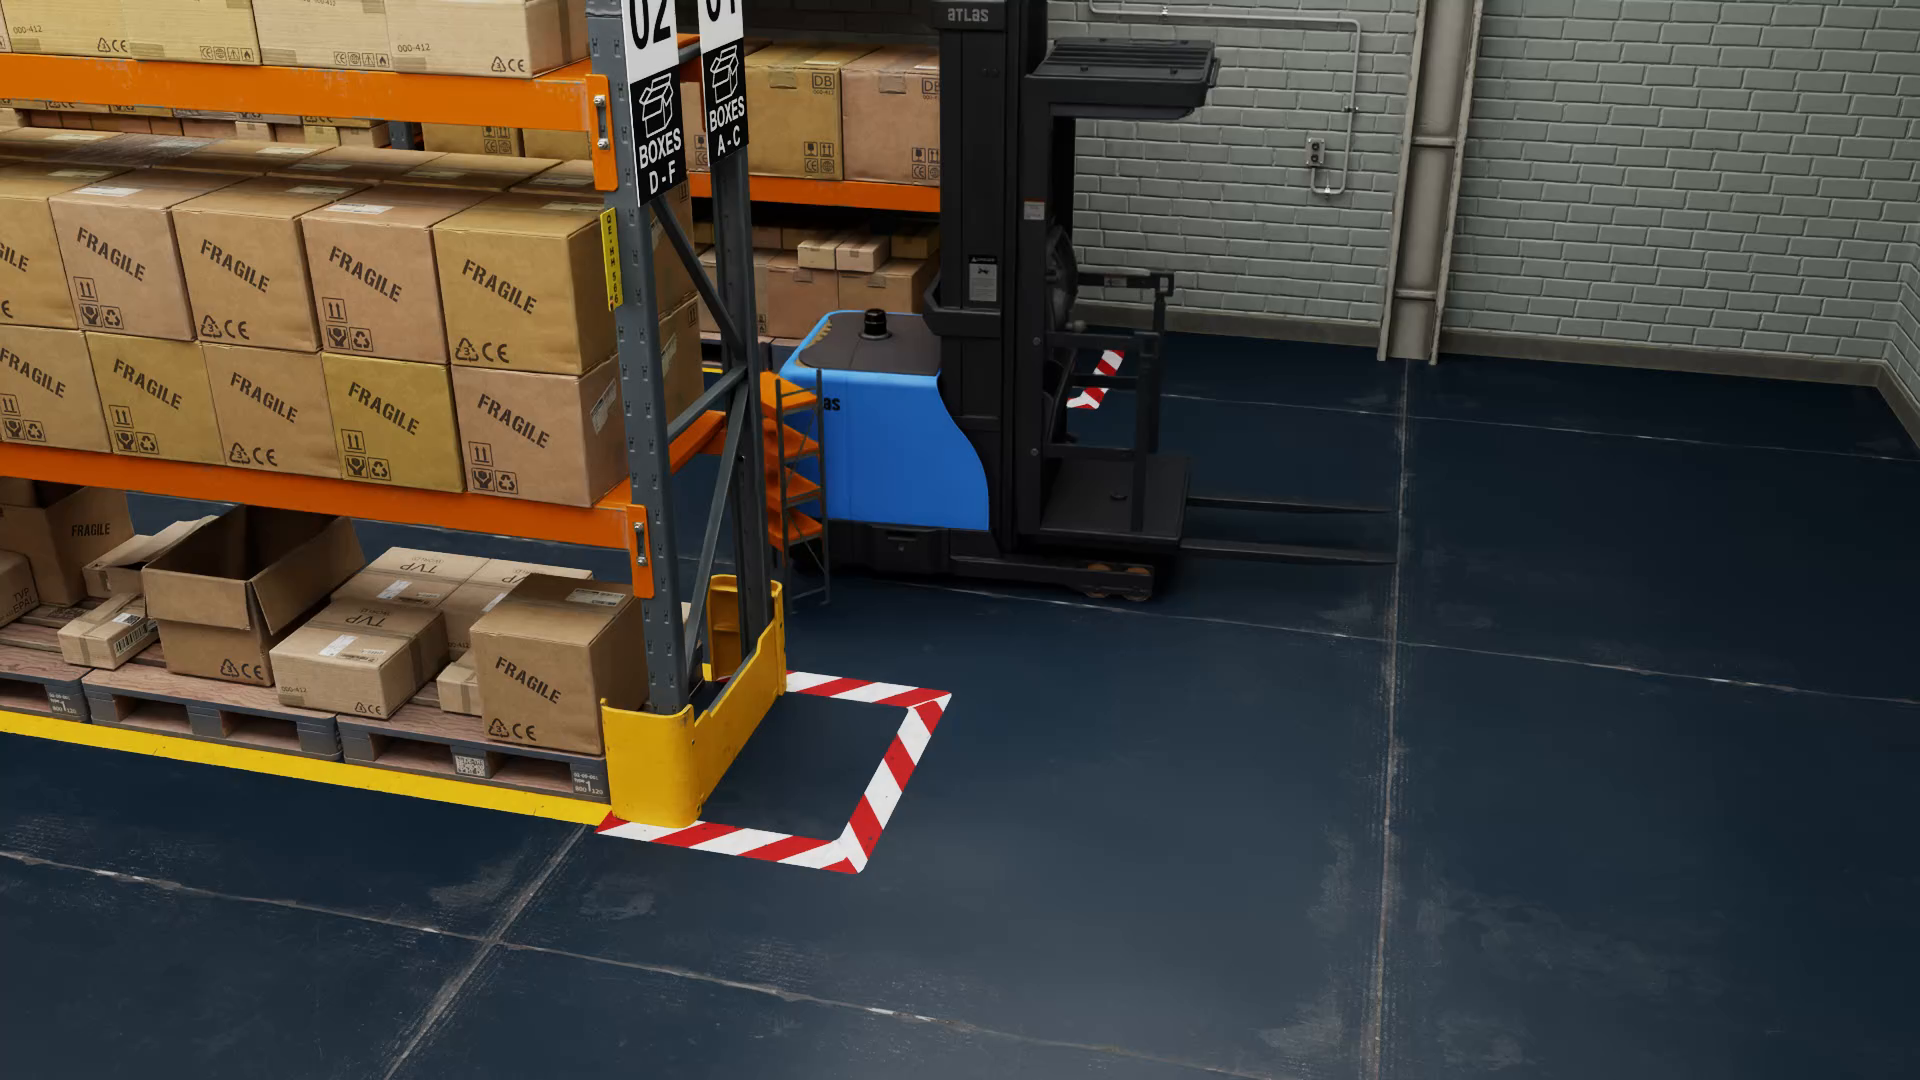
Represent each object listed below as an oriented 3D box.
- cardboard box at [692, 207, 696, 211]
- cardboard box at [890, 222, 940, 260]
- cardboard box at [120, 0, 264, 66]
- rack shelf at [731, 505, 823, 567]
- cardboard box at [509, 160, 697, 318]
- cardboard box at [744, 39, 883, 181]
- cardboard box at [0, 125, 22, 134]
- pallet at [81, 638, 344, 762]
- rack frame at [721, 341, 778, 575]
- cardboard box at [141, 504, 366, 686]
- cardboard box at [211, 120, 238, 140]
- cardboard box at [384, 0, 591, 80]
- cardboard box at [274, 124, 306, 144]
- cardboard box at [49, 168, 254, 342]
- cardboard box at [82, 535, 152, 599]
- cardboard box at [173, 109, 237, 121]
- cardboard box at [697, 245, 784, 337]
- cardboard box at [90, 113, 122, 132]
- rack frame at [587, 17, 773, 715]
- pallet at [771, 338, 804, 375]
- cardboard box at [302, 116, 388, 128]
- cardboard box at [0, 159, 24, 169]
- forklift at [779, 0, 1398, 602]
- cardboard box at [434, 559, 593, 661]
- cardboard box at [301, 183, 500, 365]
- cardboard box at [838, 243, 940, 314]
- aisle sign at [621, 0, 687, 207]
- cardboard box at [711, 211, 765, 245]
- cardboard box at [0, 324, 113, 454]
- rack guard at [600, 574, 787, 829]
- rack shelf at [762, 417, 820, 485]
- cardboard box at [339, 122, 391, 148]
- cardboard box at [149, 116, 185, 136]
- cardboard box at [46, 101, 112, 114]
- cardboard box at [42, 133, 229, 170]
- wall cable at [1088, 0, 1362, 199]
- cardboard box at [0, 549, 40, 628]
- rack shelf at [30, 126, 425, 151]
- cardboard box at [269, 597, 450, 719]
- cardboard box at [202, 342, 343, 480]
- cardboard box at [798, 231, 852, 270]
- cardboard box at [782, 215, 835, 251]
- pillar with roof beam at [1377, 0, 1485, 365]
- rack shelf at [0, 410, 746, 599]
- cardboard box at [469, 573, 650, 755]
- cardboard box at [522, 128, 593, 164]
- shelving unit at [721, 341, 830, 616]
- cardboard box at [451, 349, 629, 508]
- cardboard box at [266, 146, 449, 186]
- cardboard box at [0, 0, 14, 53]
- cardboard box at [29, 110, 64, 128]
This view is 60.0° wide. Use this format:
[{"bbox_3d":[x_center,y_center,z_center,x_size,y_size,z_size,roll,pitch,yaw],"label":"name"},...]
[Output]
[{"bbox_3d":[-2.016,-2.198,11.542,0.250,0.149,0.380,7,26,14],"label":"cardboard box"},{"bbox_3d":[-0.293,-2.008,11.143,0.250,0.149,0.380,6,26,13],"label":"cardboard box"},{"bbox_3d":[-2.523,-1.827,5.782,0.500,0.250,0.500,6,26,13],"label":"cardboard box"},{"bbox_3d":[-0.880,-0.053,8.084,0.258,0.148,0.480,-18,31,-33],"label":"rack shelf"},{"bbox_3d":[-1.355,-1.142,6.380,0.500,0.500,0.500,7,26,15],"label":"cardboard box"},{"bbox_3d":[-0.964,-2.810,10.814,0.700,0.700,0.980,6,26,13],"label":"cardboard box"},{"bbox_3d":[-4.311,-1.467,7.062,0.500,0.500,0.500,6,26,13],"label":"cardboard box"},{"bbox_3d":[-3.015,0.546,7.358,1.213,0.211,1.003,6,26,13],"label":"pallet"},{"bbox_3d":[-1.028,-0.376,8.145,0.240,1.200,0.015,-18,31,-33],"label":"rack frame"},{"bbox_3d":[-3.044,0.211,7.210,0.637,0.503,0.797,6,26,13],"label":"cardboard box"},{"bbox_3d":[-5.013,-2.915,11.652,0.250,0.149,0.380,6,26,13],"label":"cardboard box"},{"bbox_3d":[-1.554,-1.720,5.559,0.500,0.250,0.500,6,26,13],"label":"cardboard box"},{"bbox_3d":[-4.522,-2.857,11.531,0.250,0.149,0.380,7,26,15],"label":"cardboard box"},{"bbox_3d":[-2.981,-1.081,6.251,0.500,0.500,0.500,7,26,15],"label":"cardboard box"},{"bbox_3d":[-3.864,0.130,7.792,0.250,0.149,0.380,6,26,13],"label":"cardboard box"},{"bbox_3d":[-5.125,-3.220,11.539,0.500,0.500,0.500,6,26,13],"label":"cardboard box"},{"bbox_3d":[-1.435,-1.753,11.361,0.500,0.500,0.700,5,26,11],"label":"cardboard box"},{"bbox_3d":[-5.994,-3.045,11.926,0.250,0.149,0.380,7,26,14],"label":"cardboard box"},{"bbox_3d":[-0.991,-0.489,6.287,0.127,3.000,1.000,6,26,13],"label":"rack frame"},{"bbox_3d":[-0.555,-1.345,11.330,1.213,0.211,1.003,6,26,13],"label":"pallet"},{"bbox_3d":[-4.144,-3.112,11.312,0.500,0.500,0.500,6,26,12],"label":"cardboard box"},{"bbox_3d":[-3.979,-1.191,6.482,0.500,0.500,0.500,5,26,11],"label":"cardboard box"},{"bbox_3d":[0.676,-1.269,8.006,3.031,2.935,1.130,4,26,9],"label":"forklift"},{"bbox_3d":[-1.931,0.325,7.266,0.500,0.250,0.500,6,26,13],"label":"cardboard box"},{"bbox_3d":[-1.980,-0.972,6.023,0.500,0.500,0.500,7,26,14],"label":"cardboard box"},{"bbox_3d":[-0.464,-1.645,11.136,0.500,0.500,0.700,6,26,13],"label":"cardboard box"},{"bbox_3d":[-1.001,-1.527,5.445,0.004,0.787,0.394,6,26,13],"label":"aisle sign"},{"bbox_3d":[-1.521,-2.143,11.427,0.250,0.149,0.380,7,26,14],"label":"cardboard box"},{"bbox_3d":[-3.458,-0.686,6.585,0.500,0.500,0.500,6,26,13],"label":"cardboard box"},{"bbox_3d":[-1.064,0.632,6.841,0.348,0.500,1.175,6,26,13],"label":"rack guard"},{"bbox_3d":[-0.880,-0.434,7.902,0.258,0.148,0.480,-18,31,-33],"label":"rack shelf"},{"bbox_3d":[-4.033,-2.793,11.397,0.250,0.149,0.380,7,26,13],"label":"cardboard box"},{"bbox_3d":[-5.506,-2.981,11.791,0.250,0.149,0.380,7,26,15],"label":"cardboard box"},{"bbox_3d":[-6.117,-3.324,11.757,0.500,0.500,0.500,6,26,13],"label":"cardboard box"},{"bbox_3d":[-3.326,-1.359,6.836,0.500,0.500,0.500,7,26,13],"label":"cardboard box"},{"bbox_3d":[1.715,-3.267,10.940,1.851,1.984,0.084,6,26,13],"label":"wall cable"},{"bbox_3d":[-4.512,0.234,7.386,0.500,0.311,0.500,6,26,13],"label":"cardboard box"},{"bbox_3d":[-5.572,-2.869,12.123,4.000,0.370,1.077,6,26,13],"label":"rack shelf"},{"bbox_3d":[-2.491,0.484,6.930,0.500,0.250,0.500,6,26,13],"label":"cardboard box"},{"bbox_3d":[-2.477,-0.578,6.358,0.500,0.500,0.500,7,26,13],"label":"cardboard box"},{"bbox_3d":[-0.881,-1.903,10.923,0.250,0.149,0.380,7,26,14],"label":"cardboard box"},{"bbox_3d":[-1.026,-2.089,11.313,0.250,0.149,0.380,7,26,13],"label":"cardboard box"},{"bbox_3d":[1.998,-3.539,5.714,0.400,9.000,9.100,6,26,13],"label":"pillar with roof beam"},{"bbox_3d":[-2.928,-0.378,6.891,4.000,0.370,1.077,6,26,13],"label":"rack shelf"},{"bbox_3d":[-1.579,0.486,6.636,0.500,0.500,0.500,6,26,13],"label":"cardboard box"},{"bbox_3d":[-2.408,-2.970,11.149,0.700,0.700,0.980,6,26,12],"label":"cardboard box"},{"bbox_3d":[-0.880,-0.293,7.970,0.258,1.200,0.503,-18,31,-33],"label":"shelving unit"},{"bbox_3d":[-1.492,-0.468,6.128,0.500,0.500,0.500,7,26,15],"label":"cardboard box"},{"bbox_3d":[-2.346,-1.251,6.608,0.500,0.500,0.500,7,26,14],"label":"cardboard box"},{"bbox_3d":[-3.488,-1.939,6.018,0.500,0.250,0.500,6,26,13],"label":"cardboard box"},{"bbox_3d":[-6.495,-3.102,12.044,0.250,0.149,0.380,6,26,12],"label":"cardboard box"}]
